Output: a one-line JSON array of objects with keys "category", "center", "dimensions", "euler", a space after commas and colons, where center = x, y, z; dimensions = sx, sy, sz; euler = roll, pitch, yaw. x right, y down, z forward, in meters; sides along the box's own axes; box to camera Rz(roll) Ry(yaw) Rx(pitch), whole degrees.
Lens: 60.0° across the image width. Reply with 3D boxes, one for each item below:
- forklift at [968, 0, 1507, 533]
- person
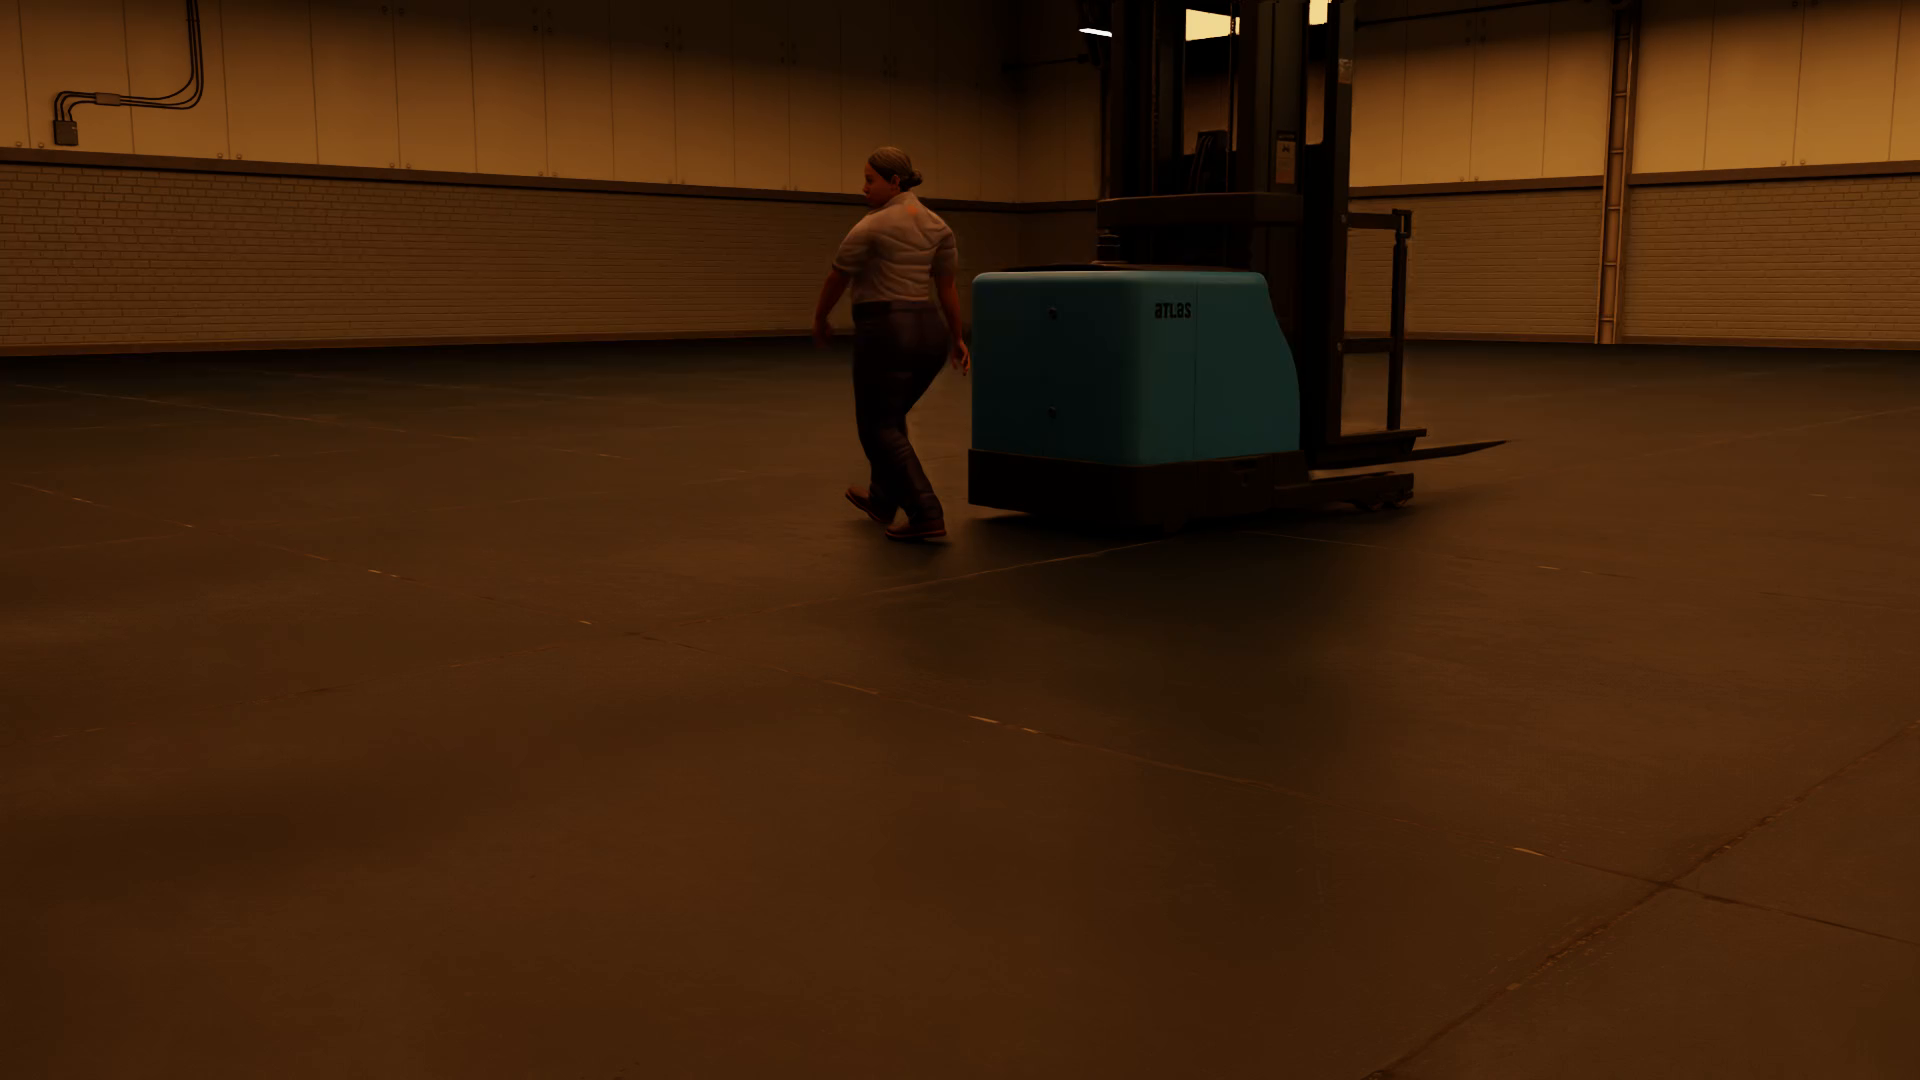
[{"category": "forklift", "center": [1.480, -1.633, 7.719], "dimensions": [3.031, 2.935, 1.130], "euler": [-7, 11, -40]}, {"category": "person", "center": [-0.266, -0.817, 6.912], "dimensions": [0.822, 1.585, 0.626], "euler": [7, 11, 38]}]
